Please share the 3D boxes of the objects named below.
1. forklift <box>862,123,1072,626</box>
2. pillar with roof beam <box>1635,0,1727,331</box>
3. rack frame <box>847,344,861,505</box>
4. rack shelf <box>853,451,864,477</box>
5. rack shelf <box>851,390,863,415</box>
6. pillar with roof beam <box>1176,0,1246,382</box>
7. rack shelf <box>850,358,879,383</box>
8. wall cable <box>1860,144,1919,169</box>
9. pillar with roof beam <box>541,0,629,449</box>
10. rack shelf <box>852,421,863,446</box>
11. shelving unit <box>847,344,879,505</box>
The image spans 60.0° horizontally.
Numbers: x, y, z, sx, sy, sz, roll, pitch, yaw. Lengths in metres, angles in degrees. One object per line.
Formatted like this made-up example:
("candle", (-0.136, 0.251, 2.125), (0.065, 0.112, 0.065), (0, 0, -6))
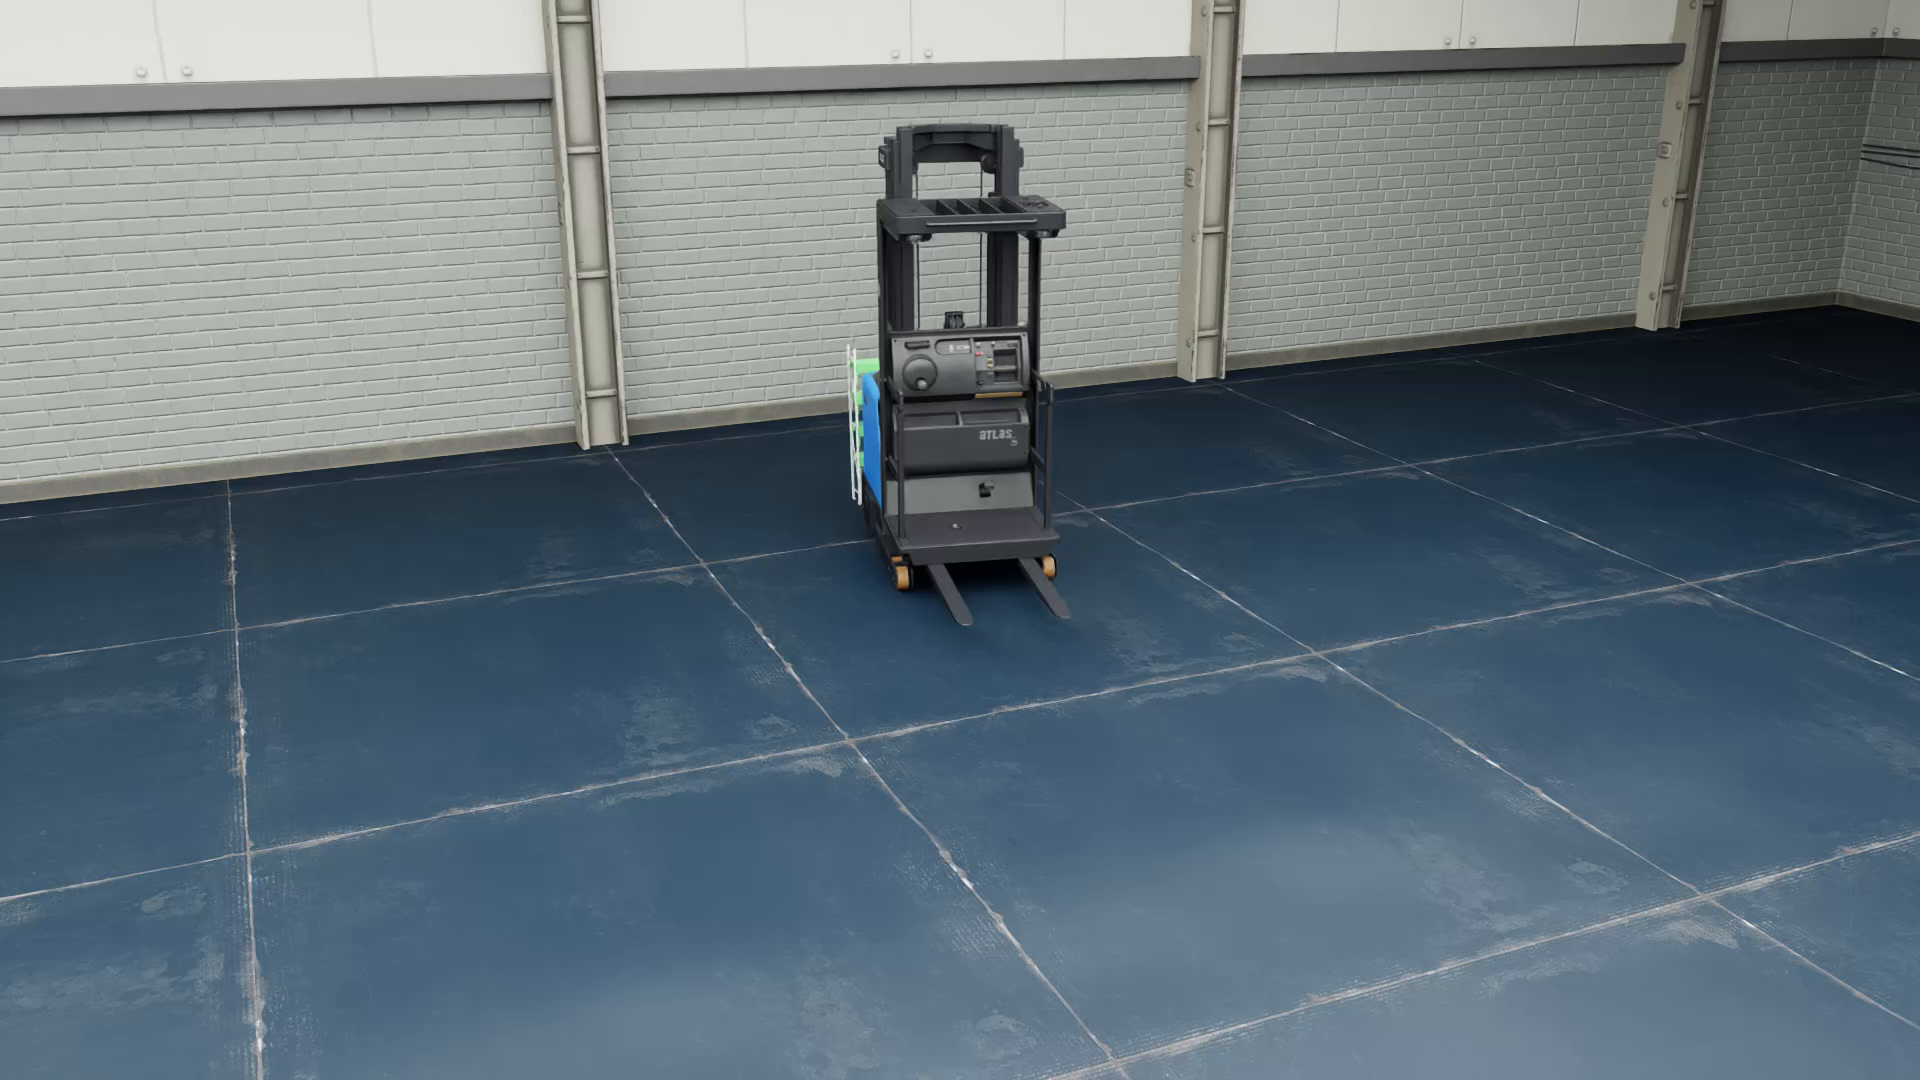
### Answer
("forklift", (0.048, -1.178, 10.955), (1.130, 2.935, 3.031), (-4, 20, -10))
("pillar with roof beam", (9.624, -5.357, 13.686), (0.400, 9.000, 9.100), (-8, 21, -22))
("rack frame", (-0.809, -0.877, 12.680), (0.015, 1.200, 0.240), (-6, 16, -15))
("rack shelf", (-0.569, -0.607, 12.828), (0.480, 0.148, 0.258), (-6, 16, -15))
("rack shelf", (-0.578, -1.069, 12.697), (0.480, 0.148, 0.258), (-6, 16, -15))
("pillar with roof beam", (4.114, -4.567, 11.444), (0.400, 9.000, 9.100), (-8, 21, -22))
("rack shelf", (-0.582, -1.300, 12.632), (0.480, 0.148, 0.258), (-6, 16, -15))
("wall cable", (11.147, -5.189, 17.885), (0.112, 2.526, 3.097), (-8, 21, -22))
("pillar with roof beam", (-1.395, -3.778, 9.202), (0.400, 9.000, 9.100), (-8, 21, -22))
("rack shelf", (-0.574, -0.838, 12.762), (0.480, 0.148, 0.258), (-6, 16, -15))
("shelving unit", (-0.575, -0.899, 12.745), (0.503, 1.200, 0.258), (-6, 16, -15))
